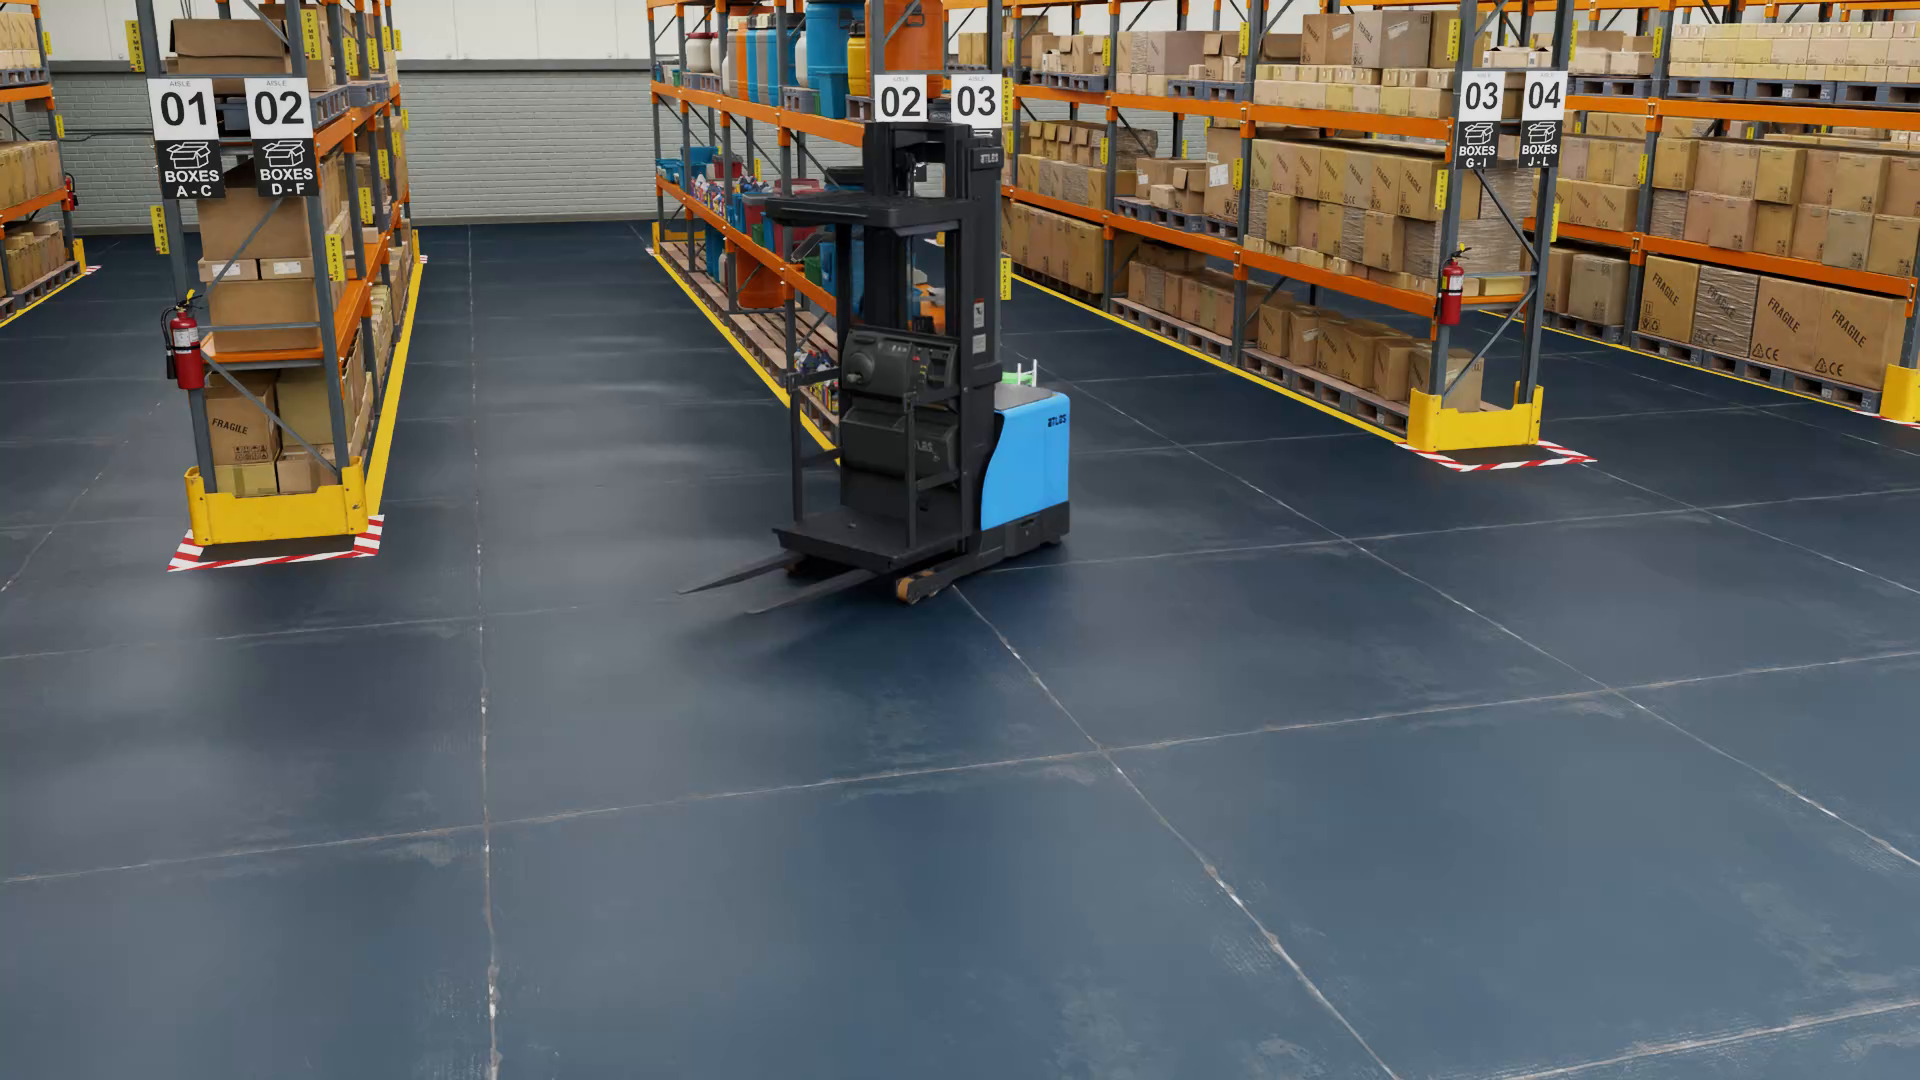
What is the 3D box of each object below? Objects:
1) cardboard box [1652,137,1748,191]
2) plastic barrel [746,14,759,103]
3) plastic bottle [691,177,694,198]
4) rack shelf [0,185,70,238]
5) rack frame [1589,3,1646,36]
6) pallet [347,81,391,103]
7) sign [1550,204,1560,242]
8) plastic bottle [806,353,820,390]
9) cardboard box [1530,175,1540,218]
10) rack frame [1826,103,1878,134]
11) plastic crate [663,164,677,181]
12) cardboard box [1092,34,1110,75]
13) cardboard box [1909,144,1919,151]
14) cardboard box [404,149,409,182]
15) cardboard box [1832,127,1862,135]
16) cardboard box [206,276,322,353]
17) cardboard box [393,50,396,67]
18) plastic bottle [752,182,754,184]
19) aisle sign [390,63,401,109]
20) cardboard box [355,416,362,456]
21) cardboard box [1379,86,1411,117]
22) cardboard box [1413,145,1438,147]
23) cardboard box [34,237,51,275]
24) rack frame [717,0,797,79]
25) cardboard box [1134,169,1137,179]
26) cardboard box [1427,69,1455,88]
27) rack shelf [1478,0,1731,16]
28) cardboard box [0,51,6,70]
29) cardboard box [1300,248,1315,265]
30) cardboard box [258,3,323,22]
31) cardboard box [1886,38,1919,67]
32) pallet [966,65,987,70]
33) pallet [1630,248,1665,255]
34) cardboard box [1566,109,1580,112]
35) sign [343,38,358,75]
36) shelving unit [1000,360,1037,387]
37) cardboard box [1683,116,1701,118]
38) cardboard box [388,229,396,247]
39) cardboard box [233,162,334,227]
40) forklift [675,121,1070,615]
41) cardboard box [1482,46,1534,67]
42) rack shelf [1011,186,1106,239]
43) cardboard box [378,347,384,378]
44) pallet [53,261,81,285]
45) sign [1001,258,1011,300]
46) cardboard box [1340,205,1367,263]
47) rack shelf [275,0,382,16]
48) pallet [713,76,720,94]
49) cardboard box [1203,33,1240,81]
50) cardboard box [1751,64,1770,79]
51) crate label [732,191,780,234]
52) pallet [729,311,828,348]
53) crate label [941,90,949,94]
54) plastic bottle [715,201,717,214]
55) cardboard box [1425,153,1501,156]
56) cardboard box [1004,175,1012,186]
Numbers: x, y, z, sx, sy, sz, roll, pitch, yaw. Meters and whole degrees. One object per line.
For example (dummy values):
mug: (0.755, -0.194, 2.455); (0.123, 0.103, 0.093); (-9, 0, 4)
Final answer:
cardboard box: (8.352, -4.231, 18.685); (0.875, 0.550, 0.550); (-5, 17, -15)
plastic barrel: (-1.984, -5.153, 17.807); (0.600, 0.901, 0.708); (-5, 17, -15)
plastic bottle: (-3.784, -5.013, 23.628); (0.061, 0.283, 0.133); (-5, 17, -15)
rack shelf: (-13.549, -4.629, 23.399); (1.077, 0.370, 4.000); (-5, 17, -15)
rack frame: (10.817, -9.252, 27.110); (1.000, 3.000, 0.127); (-5, 17, -15)
pallet: (-6.866, -4.872, 18.072); (1.213, 0.211, 1.003); (-4, 17, -13)
sign: (5.108, -2.733, 14.333); (0.100, 0.325, 0.005); (-5, 17, -15)
plastic bottle: (-1.401, -1.625, 15.986); (0.144, 0.351, 0.185); (-5, 18, -18)
cardboard box: (7.463, -4.337, 21.004); (0.500, 0.500, 0.500); (-5, 17, -16)
rack frame: (15.588, -6.772, 29.283); (1.000, 3.000, 0.127); (-5, 17, -15)
plastic crate: (-4.460, -5.800, 26.234); (0.416, 0.233, 0.300); (-5, 17, -15)
cardboard box: (2.150, -6.339, 21.718); (0.797, 0.503, 0.637); (-4, 17, -12)
cardboard box: (12.530, -4.804, 21.310); (0.500, 0.500, 0.500); (-5, 17, -15)
cardboard box: (-8.952, -5.865, 26.089); (0.500, 0.500, 0.500); (-4, 17, -14)
cardboard box: (15.506, -6.870, 28.704); (0.700, 0.500, 0.500); (-4, 17, -14)
cardboard box: (-5.056, -1.672, 12.130); (0.700, 0.500, 0.500); (-5, 17, -15)
cardboard box: (-8.951, -7.402, 25.557); (0.500, 0.250, 0.500); (-5, 17, -15)
plastic bottle: (-2.816, -4.820, 23.001); (0.152, 0.276, 0.135); (-5, 17, -15)
aisle sign: (-9.061, -7.208, 26.214); (0.394, 0.787, 0.004); (-5, 17, -15)
cardboard box: (-5.151, -0.820, 13.518); (0.500, 0.250, 0.500); (-5, 17, -15)
cardboard box: (4.069, -3.892, 14.741); (0.500, 0.250, 0.500); (-5, 17, -15)
cardboard box: (6.881, -5.725, 24.471); (0.380, 0.149, 0.250); (-4, 17, -14)
cardboard box: (-13.534, -4.068, 23.894); (0.700, 0.500, 0.500); (-5, 18, -17)
rack frame: (-2.375, -6.970, 19.515); (1.000, 3.000, 0.127); (-5, 17, -15)
cardboard box: (2.515, -4.693, 22.186); (0.500, 0.500, 0.500); (-4, 17, -14)
cardboard box: (4.251, -3.965, 14.292); (0.380, 0.149, 0.250); (-5, 18, -17)
rack shelf: (7.734, -6.637, 20.350); (1.077, 0.370, 4.000); (-5, 17, -15)
cardboard box: (-13.062, -6.388, 22.148); (0.500, 0.250, 0.500); (-5, 17, -16)
cardboard box: (3.624, -2.835, 16.613); (0.380, 0.149, 0.250); (-5, 17, -15)
cardboard box: (-6.171, -4.699, 15.394); (0.500, 0.500, 0.500); (-4, 17, -15)
cardboard box: (8.980, -4.510, 15.377); (0.500, 0.250, 0.500); (-4, 17, -15)
pallet: (0.742, -7.553, 26.824); (1.003, 0.211, 1.213); (-5, 17, -15)
pallet: (11.440, -4.498, 26.558); (1.003, 0.211, 1.213); (-5, 17, -15)
cardboard box: (10.426, -7.276, 27.922); (0.380, 0.149, 0.250); (-5, 17, -16)
sign: (-5.506, -4.367, 15.024); (0.100, 0.325, 0.005); (-5, 17, -15)
shelving unit: (0.276, -0.757, 12.373); (0.503, 1.200, 0.258); (11, 18, 32)
cardboard box: (11.607, -6.375, 26.050); (0.500, 0.500, 0.500); (-4, 17, -14)
cardboard box: (-8.759, -4.347, 24.786); (0.797, 0.503, 0.637); (-5, 17, -15)
cardboard box: (-5.634, -2.869, 13.860); (0.700, 0.500, 0.500); (-5, 17, -15)
forklift: (-0.532, -1.157, 10.710); (1.130, 2.935, 3.031); (13, 21, 37)
cardboard box: (7.172, -6.278, 21.676); (0.500, 0.311, 0.500); (-5, 17, -15)
rack shelf: (1.838, -4.697, 23.627); (1.077, 0.370, 4.000); (-5, 17, -15)
cardboard box: (-6.051, -1.757, 16.637); (0.500, 0.250, 0.500); (-4, 17, -14)
pallet: (-13.804, -3.976, 24.823); (1.003, 0.211, 1.213); (-5, 17, -15)
sign: (0.354, -2.059, 13.112); (0.100, 0.325, 0.005); (-5, 17, -15)
cardboard box: (4.113, -2.891, 15.672); (0.875, 0.500, 0.500); (-5, 17, -15)
rack shelf: (-7.688, -6.597, 20.217); (1.077, 0.370, 4.000); (-5, 17, -15)
pallet: (-2.491, -5.663, 20.704); (1.003, 0.211, 1.213); (-5, 17, -15)
cardboard box: (3.193, -5.468, 18.818); (0.797, 0.503, 0.637); (-4, 17, -13)
cardboard box: (8.408, -4.832, 17.143); (0.380, 0.149, 0.250); (-5, 17, -15)
crate label: (-2.362, -3.818, 19.387); (0.502, 0.435, 0.616); (-5, 17, -15)
pallet: (-2.199, -2.544, 20.056); (1.003, 0.211, 1.213); (-5, 17, -15)
crate label: (-0.373, -3.794, 14.412); (0.502, 0.251, 0.408); (-5, 17, -15)
plastic bottle: (-3.108, -4.312, 21.439); (0.097, 0.201, 0.097); (0, 17, 0)
cardboard box: (4.566, -3.258, 15.154); (0.500, 0.500, 0.500); (-5, 17, -15)
cardboard box: (0.889, -5.533, 25.596); (0.380, 0.149, 0.250); (-5, 17, -15)
